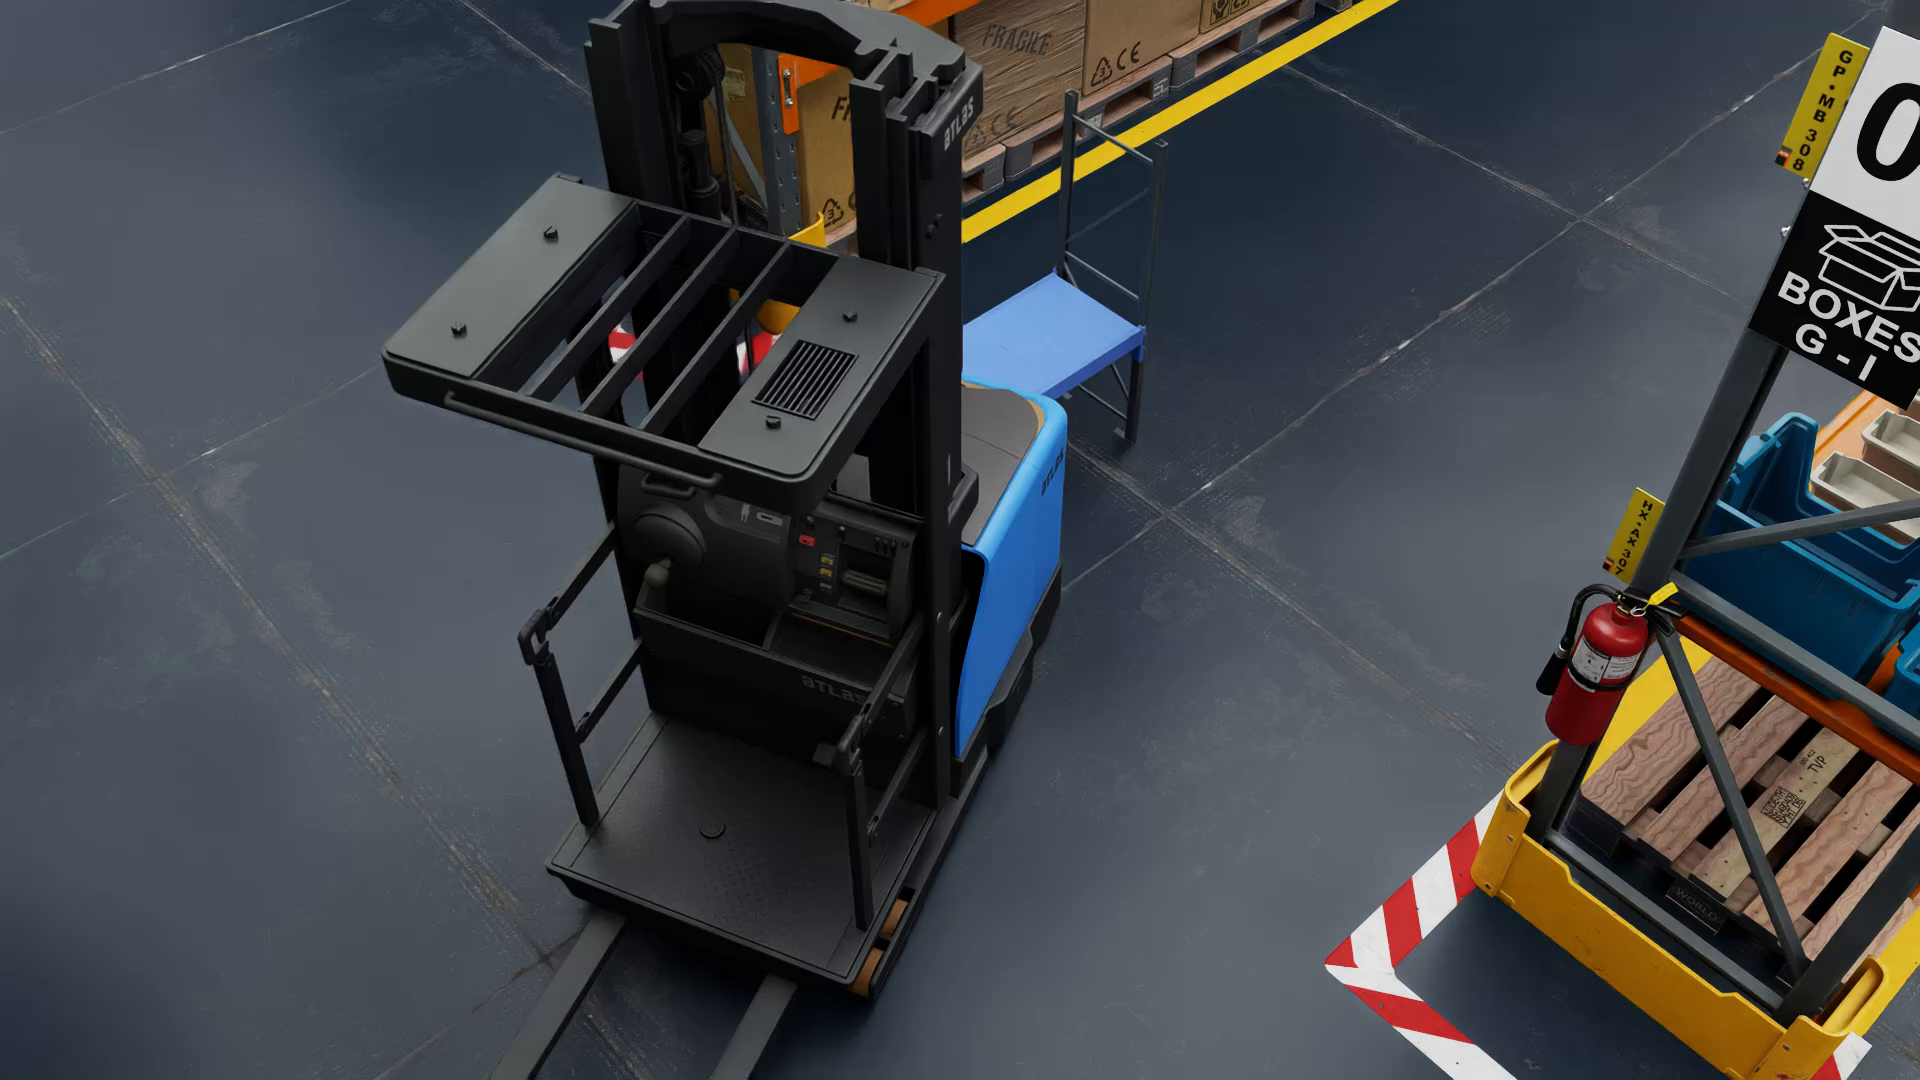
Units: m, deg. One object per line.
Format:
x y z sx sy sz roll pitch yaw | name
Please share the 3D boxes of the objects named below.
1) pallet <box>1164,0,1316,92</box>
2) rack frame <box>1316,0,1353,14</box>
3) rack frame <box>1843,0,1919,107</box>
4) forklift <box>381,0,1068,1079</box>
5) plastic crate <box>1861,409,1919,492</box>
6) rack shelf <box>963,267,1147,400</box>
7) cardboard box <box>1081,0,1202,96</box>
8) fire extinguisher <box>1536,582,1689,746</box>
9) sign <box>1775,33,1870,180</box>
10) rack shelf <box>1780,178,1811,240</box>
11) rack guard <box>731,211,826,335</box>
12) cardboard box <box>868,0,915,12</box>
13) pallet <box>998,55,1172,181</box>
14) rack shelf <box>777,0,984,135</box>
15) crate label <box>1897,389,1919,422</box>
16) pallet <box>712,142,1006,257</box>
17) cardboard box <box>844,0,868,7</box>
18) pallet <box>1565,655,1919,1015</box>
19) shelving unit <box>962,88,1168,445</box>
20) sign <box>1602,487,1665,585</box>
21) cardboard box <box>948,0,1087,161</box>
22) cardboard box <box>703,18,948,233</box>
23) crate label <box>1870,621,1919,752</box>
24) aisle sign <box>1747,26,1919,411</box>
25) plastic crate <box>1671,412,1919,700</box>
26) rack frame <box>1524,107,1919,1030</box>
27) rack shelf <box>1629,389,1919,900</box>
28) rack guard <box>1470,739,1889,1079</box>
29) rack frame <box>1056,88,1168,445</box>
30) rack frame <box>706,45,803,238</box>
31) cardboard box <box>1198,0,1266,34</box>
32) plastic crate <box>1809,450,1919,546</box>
1.262 -3.051 9.422 1.213 0.211 1.003 -34 56 -27 | pallet
1.877 -4.330 8.705 0.127 3.000 1.000 -34 56 -27 | rack frame
2.250 -1.694 2.190 0.127 3.000 1.000 -34 56 -27 | rack frame
-0.649 0.119 4.646 1.130 2.935 3.031 17 50 15 | forklift
2.955 -0.227 5.057 0.243 0.136 0.396 -34 56 -27 | plastic crate
0.203 -0.682 6.604 1.000 0.185 0.538 -34 56 -27 | rack shelf
0.669 -3.024 8.660 0.875 0.875 0.875 -34 56 -27 | cardboard box
1.832 0.321 4.719 0.183 0.674 0.296 -34 56 -27 | fire extinguisher
1.868 -0.932 3.599 0.005 0.325 0.100 -34 56 -27 | sign
3.729 -1.421 4.469 4.000 0.370 1.077 -34 56 -27 | rack shelf
-1.100 -1.493 7.787 0.348 0.500 1.175 -34 56 -27 | rack guard
-0.409 -2.391 7.086 0.250 0.149 0.380 -35 56 -28 | cardboard box
0.359 -2.445 8.862 1.213 0.211 1.003 -34 56 -27 | pallet
0.397 -3.097 8.057 4.000 0.370 1.077 -34 56 -27 | rack shelf
3.145 -0.378 5.197 0.243 0.136 0.396 -34 56 -27 | crate label
-0.543 -1.845 8.309 1.213 0.211 1.003 -34 56 -27 | pallet
-0.598 -2.263 6.968 0.250 0.149 0.380 -33 55 -27 | cardboard box
2.886 0.900 5.776 1.213 0.211 1.003 -34 56 -27 | pallet
0.203 -0.804 6.471 1.048 1.500 0.538 -34 56 -27 | shelving unit
1.868 -0.006 4.603 0.005 0.325 0.100 -34 56 -27 | sign
0.011 -2.584 8.254 0.875 0.875 0.875 -34 56 -27 | cardboard box
-0.663 -2.134 7.838 0.875 0.875 0.875 -34 56 -27 | cardboard box
2.654 0.434 4.382 0.303 0.233 0.416 -34 56 -27 | crate label
1.999 -0.665 3.553 0.004 0.787 0.394 -34 56 -27 | aisle sign
2.372 0.041 4.606 0.499 0.435 0.616 -34 56 -27 | plastic crate
2.250 0.341 4.395 0.127 3.000 1.000 -34 56 -27 | rack frame
3.729 -0.404 5.571 4.000 0.370 1.077 -34 56 -27 | rack shelf
2.241 1.207 5.296 0.348 0.500 1.175 -34 56 -27 | rack guard
0.576 -1.057 6.705 0.032 1.500 0.500 -34 56 -27 | rack frame
-1.082 -2.353 6.880 0.127 3.000 1.000 -34 56 -27 | rack frame
1.335 -3.469 9.070 0.875 0.875 0.875 -34 56 -27 | cardboard box
2.731 -0.092 4.932 0.243 0.136 0.396 -34 56 -27 | plastic crate
